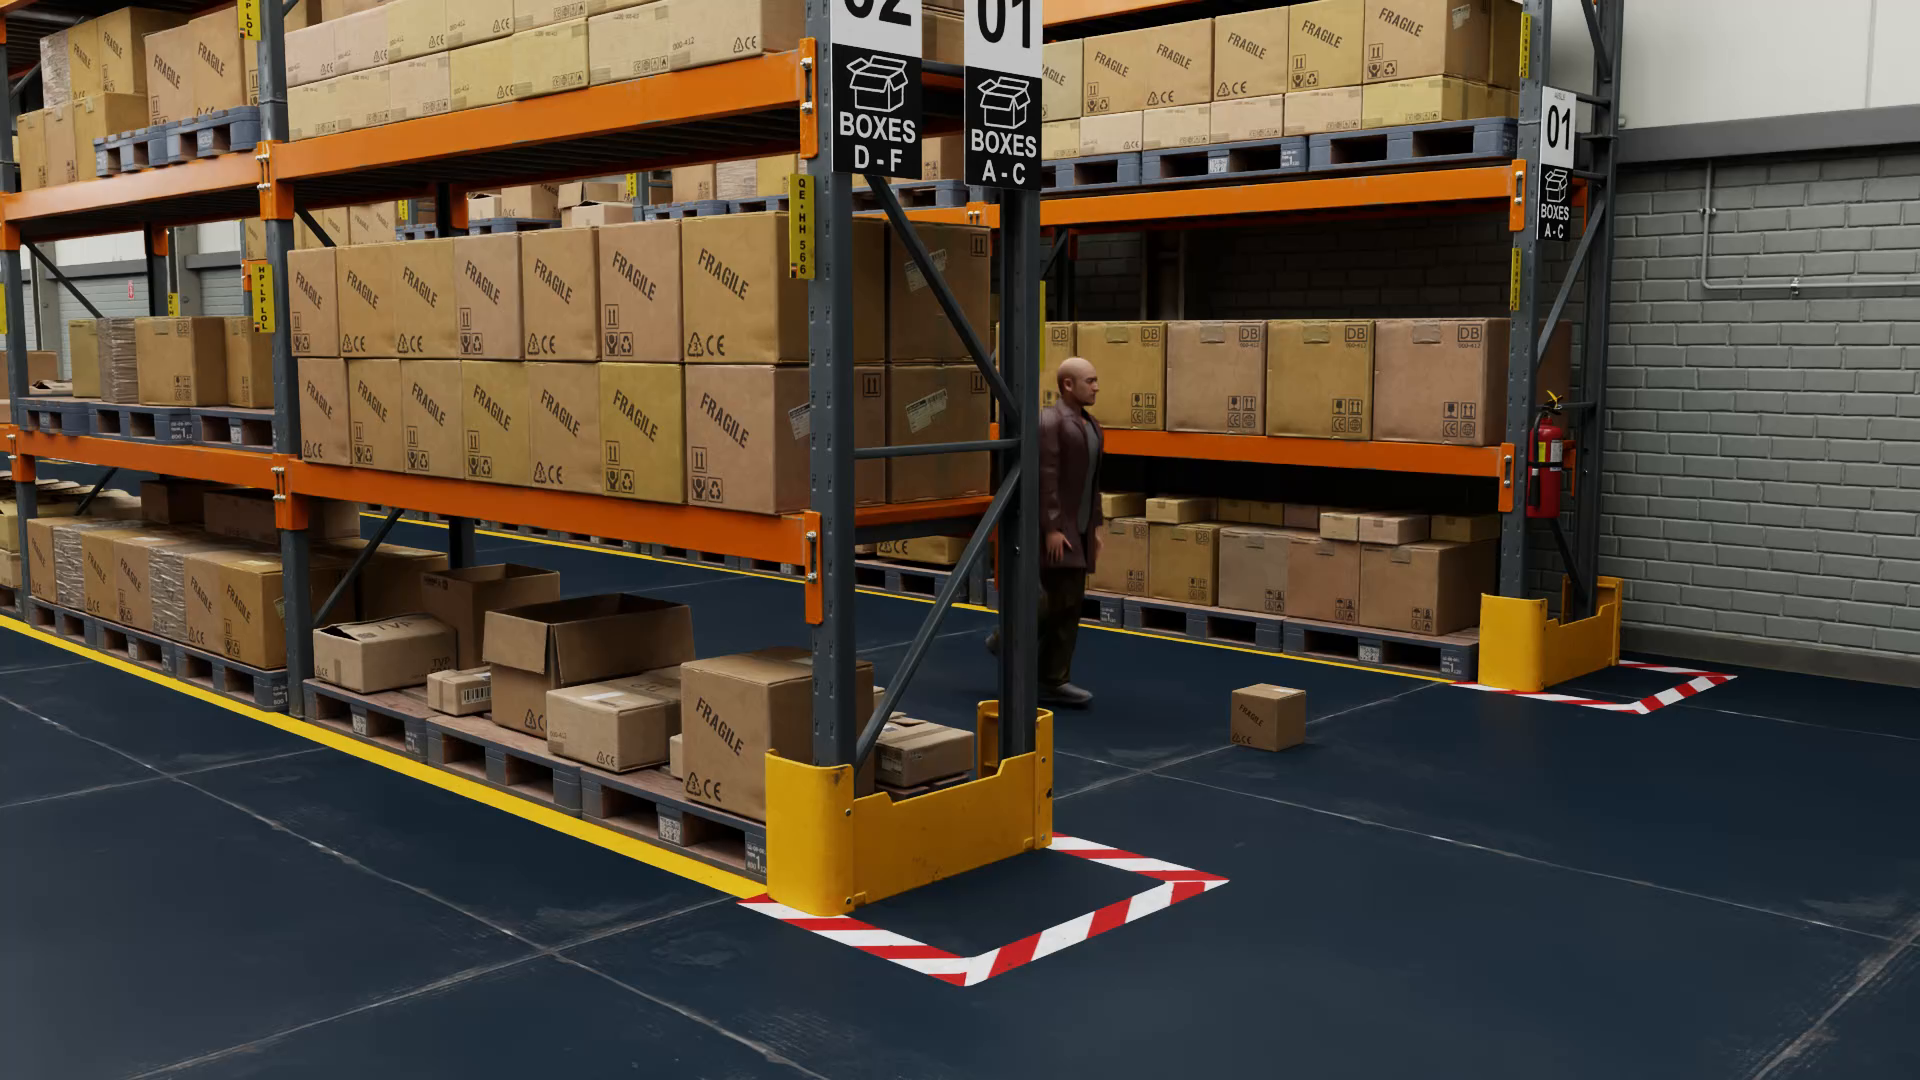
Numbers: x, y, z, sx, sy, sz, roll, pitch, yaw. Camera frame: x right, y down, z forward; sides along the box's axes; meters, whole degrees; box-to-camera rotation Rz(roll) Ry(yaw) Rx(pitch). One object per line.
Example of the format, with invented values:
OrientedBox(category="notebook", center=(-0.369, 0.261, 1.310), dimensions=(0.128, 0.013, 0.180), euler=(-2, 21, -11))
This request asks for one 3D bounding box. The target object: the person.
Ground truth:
OrientedBox(category="person", center=(0.476, -0.057, 8.628), dimensions=(0.610, 1.772, 0.624), euler=(5, 9, 37))
